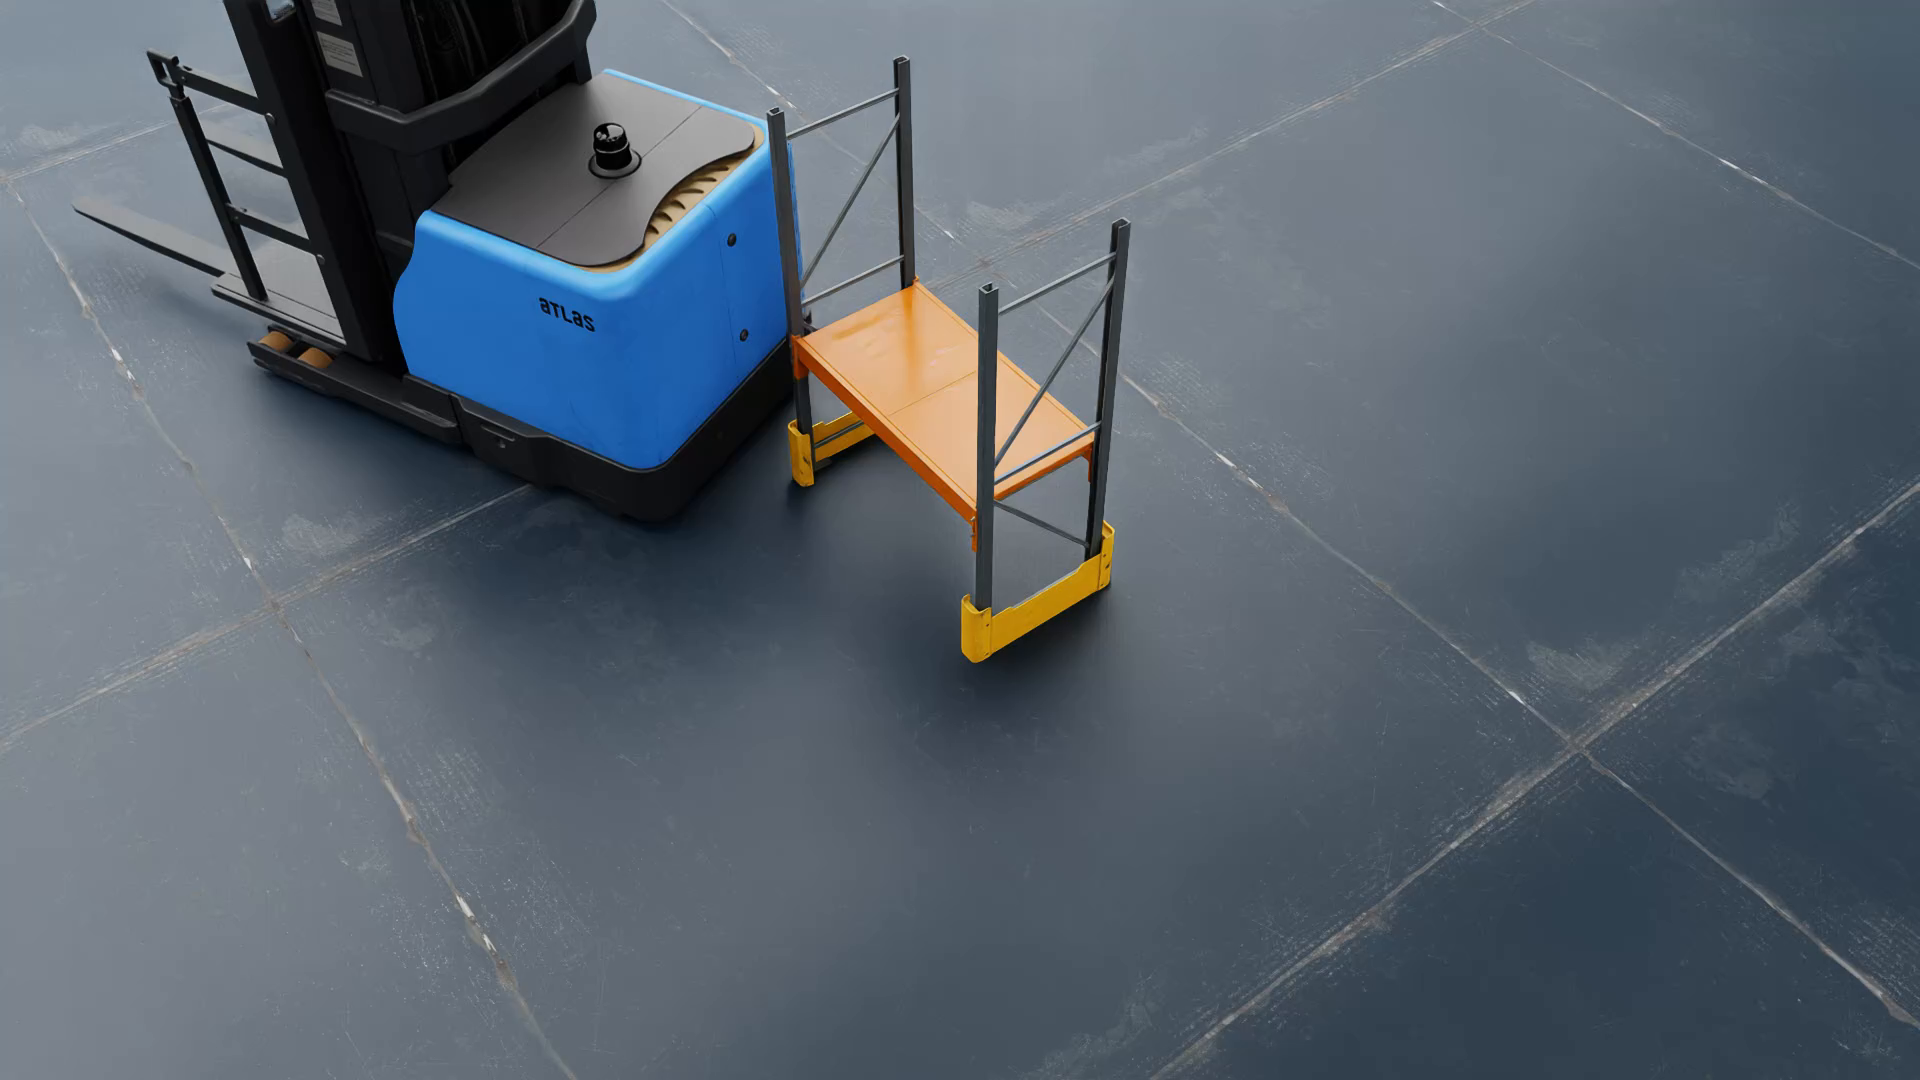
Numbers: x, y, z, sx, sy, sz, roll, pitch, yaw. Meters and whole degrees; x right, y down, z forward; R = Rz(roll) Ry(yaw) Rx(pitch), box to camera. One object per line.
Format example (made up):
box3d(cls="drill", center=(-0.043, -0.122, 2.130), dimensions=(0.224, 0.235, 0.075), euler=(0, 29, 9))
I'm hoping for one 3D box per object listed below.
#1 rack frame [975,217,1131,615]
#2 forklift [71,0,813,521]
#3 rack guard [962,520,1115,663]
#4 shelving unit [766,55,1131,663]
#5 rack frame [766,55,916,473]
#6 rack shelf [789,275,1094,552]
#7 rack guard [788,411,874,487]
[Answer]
box3d(cls="rack frame", center=(0.256, -0.254, 4.968), dimensions=(0.500, 1.500, 0.032), euler=(-29, 54, -24))
box3d(cls="forklift", center=(-2.088, -1.857, 5.455), dimensions=(3.031, 2.935, 1.130), euler=(22, 52, 19))
box3d(cls="rack guard", center=(0.255, 0.165, 5.432), dimensions=(0.587, 0.250, 0.087), euler=(-29, 54, -24))
box3d(cls="shelving unit", center=(-0.046, -0.549, 5.235), dimensions=(0.587, 1.500, 1.083), euler=(-29, 54, -24))
box3d(cls="rack frame", center=(-0.359, -0.854, 5.512), dimensions=(0.500, 1.500, 0.032), euler=(-29, 54, -24))
box3d(cls="rack shelf", center=(-0.052, -0.433, 5.373), dimensions=(0.538, 0.185, 1.000), euler=(-29, 54, -24))
box3d(cls="rack guard", center=(-0.348, -0.423, 5.964), dimensions=(0.587, 0.250, 0.087), euler=(-29, 54, -24))
